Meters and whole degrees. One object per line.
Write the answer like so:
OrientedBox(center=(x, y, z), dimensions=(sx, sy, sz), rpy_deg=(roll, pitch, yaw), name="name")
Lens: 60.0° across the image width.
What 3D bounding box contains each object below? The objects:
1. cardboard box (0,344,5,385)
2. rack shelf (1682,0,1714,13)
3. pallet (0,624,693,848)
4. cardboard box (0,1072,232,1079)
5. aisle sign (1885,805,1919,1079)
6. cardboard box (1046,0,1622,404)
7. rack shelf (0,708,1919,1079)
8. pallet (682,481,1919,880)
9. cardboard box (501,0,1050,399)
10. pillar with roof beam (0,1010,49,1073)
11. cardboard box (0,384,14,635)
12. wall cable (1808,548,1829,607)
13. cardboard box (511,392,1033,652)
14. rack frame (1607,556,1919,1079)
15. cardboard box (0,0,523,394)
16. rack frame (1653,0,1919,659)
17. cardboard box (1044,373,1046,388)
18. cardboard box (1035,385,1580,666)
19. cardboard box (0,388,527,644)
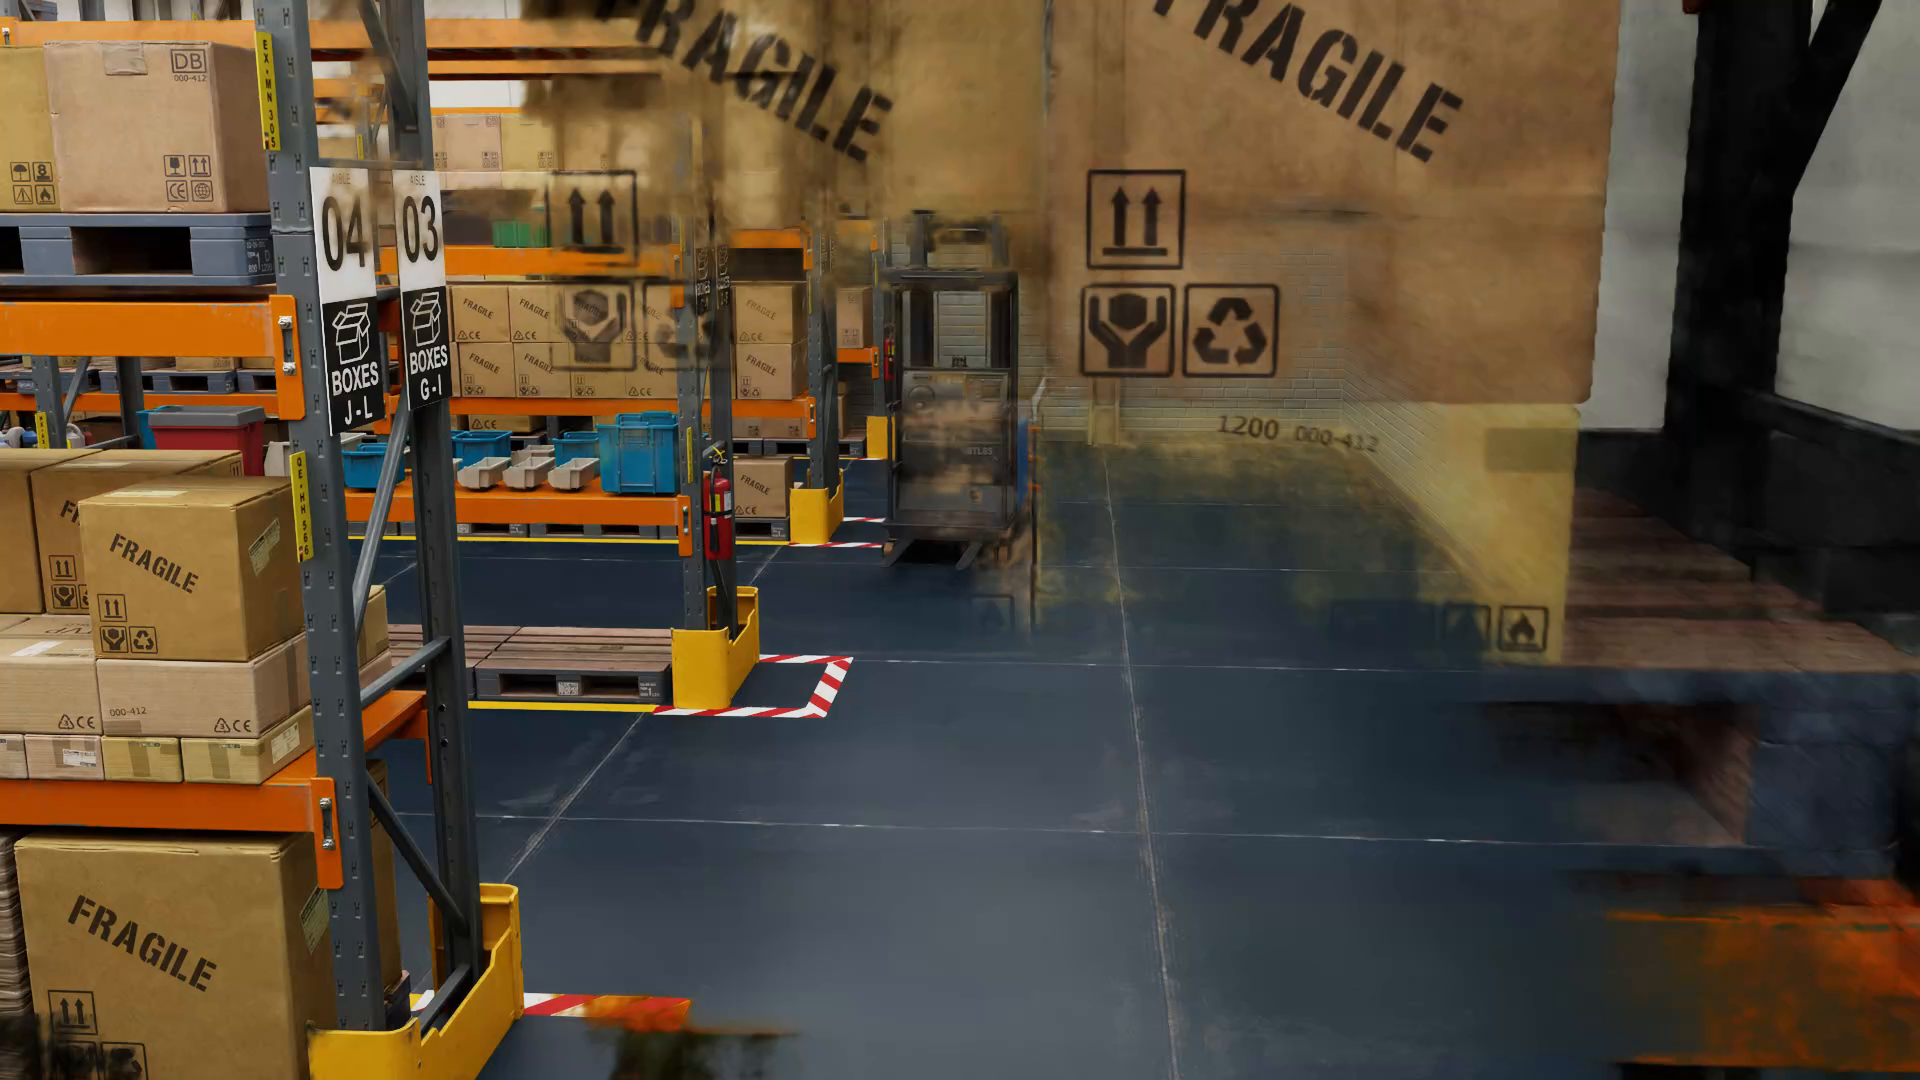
OrientedBox(center=(-3.225, -4.557, 19.645), dimensions=(0.500, 0.500, 0.500), rpy_deg=(1, 12, 4), name="cardboard box")
OrientedBox(center=(-2.929, -4.980, 19.812), dimensions=(4.000, 0.370, 1.077), rpy_deg=(1, 12, 4), name="rack shelf")
OrientedBox(center=(-2.895, -4.013, 19.998), dimensions=(1.213, 0.211, 1.003), rpy_deg=(1, 12, 4), name="pallet")
OrientedBox(center=(-3.656, -2.744, 20.307), dimensions=(0.700, 0.700, 0.980), rpy_deg=(0, 12, 2), name="cardboard box")
OrientedBox(center=(-0.881, -3.774, 19.617), dimensions=(0.004, 0.787, 0.394), rpy_deg=(1, 12, 4), name="aisle sign")
OrientedBox(center=(-1.682, -4.535, 19.540), dimensions=(0.500, 0.500, 0.500), rpy_deg=(1, 12, 4), name="cardboard box")
OrientedBox(center=(-2.929, -3.707, 20.078), dimensions=(4.000, 0.370, 1.077), rpy_deg=(1, 12, 4), name="rack shelf")
OrientedBox(center=(-1.674, -3.997, 19.921), dimensions=(1.213, 0.211, 1.003), rpy_deg=(1, 12, 4), name="pallet")
OrientedBox(center=(-2.180, -4.544, 19.584), dimensions=(0.500, 0.500, 0.500), rpy_deg=(1, 12, 5), name="cardboard box")
OrientedBox(center=(-4.456, -4.843, 16.423), dimensions=(0.400, 9.000, 9.100), rpy_deg=(1, 12, 4), name="pillar with roof beam")
OrientedBox(center=(-3.232, -4.189, 19.721), dimensions=(0.500, 0.250, 0.500), rpy_deg=(0, 12, 2), name="cardboard box")
OrientedBox(center=(0.408, -3.237, 20.917), dimensions=(1.851, 1.984, 0.084), rpy_deg=(1, 12, 4), name="wall cable")
OrientedBox(center=(-2.201, -4.176, 19.657), dimensions=(0.500, 0.250, 0.500), rpy_deg=(0, 12, 2), name="cardboard box")
OrientedBox(center=(-0.933, -2.564, 20.181), dimensions=(0.127, 3.000, 1.000), rpy_deg=(1, 12, 4), name="rack frame")
OrientedBox(center=(-2.701, -4.549, 19.610), dimensions=(0.500, 0.500, 0.500), rpy_deg=(0, 12, 1), name="cardboard box")
OrientedBox(center=(-0.933, -5.500, 19.566), dimensions=(0.127, 3.000, 1.000), rpy_deg=(1, 12, 4), name="rack frame")
OrientedBox(center=(-1.645, -4.273, 20.123), dimensions=(0.500, 0.250, 0.500), rpy_deg=(1, 12, 7), name="cardboard box")
OrientedBox(center=(-1.682, -4.169, 19.624), dimensions=(0.500, 0.250, 0.500), rpy_deg=(1, 12, 5), name="cardboard box")
OrientedBox(center=(-2.721, -4.182, 19.687), dimensions=(0.500, 0.250, 0.500), rpy_deg=(0, 12, 2), name="cardboard box")
